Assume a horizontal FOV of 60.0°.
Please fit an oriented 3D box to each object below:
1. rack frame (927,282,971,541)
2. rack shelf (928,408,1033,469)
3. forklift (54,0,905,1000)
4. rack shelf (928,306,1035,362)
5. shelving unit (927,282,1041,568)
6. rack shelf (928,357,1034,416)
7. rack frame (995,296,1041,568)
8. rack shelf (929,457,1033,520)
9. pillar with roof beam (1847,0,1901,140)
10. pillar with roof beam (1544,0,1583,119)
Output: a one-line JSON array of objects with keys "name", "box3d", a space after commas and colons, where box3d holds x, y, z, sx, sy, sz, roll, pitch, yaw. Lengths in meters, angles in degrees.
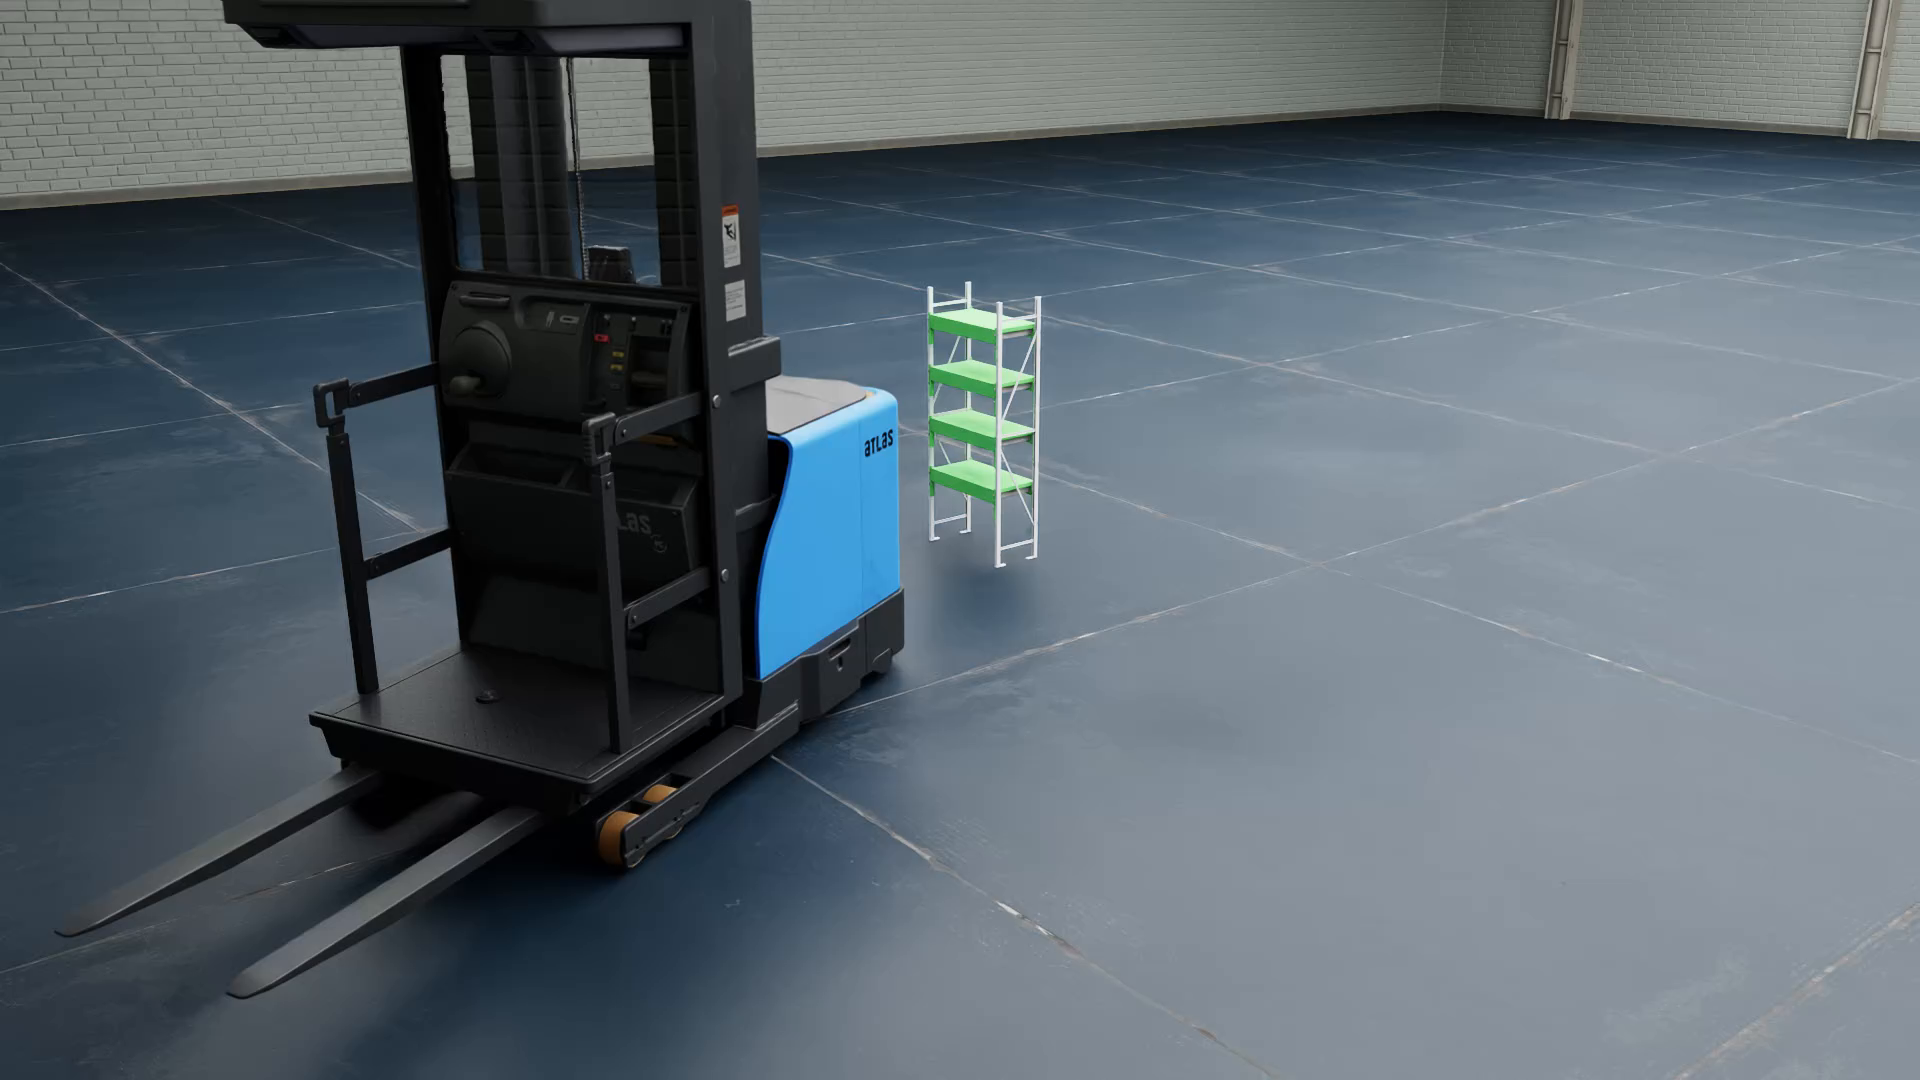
[{"name": "rack frame", "box3d": [-0.049, -0.589, 7.732, 0.240, 1.200, 0.015, -14, 23, -36]}, {"name": "rack shelf", "box3d": [0.103, -0.468, 7.571, 0.258, 0.148, 0.480, -14, 23, -36]}, {"name": "forklift", "box3d": [-1.316, -0.577, 4.943, 1.130, 2.935, 3.031, 9, 20, 25]}, {"name": "rack shelf", "box3d": [0.103, -0.924, 7.420, 0.258, 0.148, 0.480, -14, 23, -36]}, {"name": "shelving unit", "box3d": [0.103, -0.529, 7.551, 0.258, 1.200, 0.503, -14, 23, -36]}, {"name": "rack shelf", "box3d": [0.103, -0.696, 7.495, 0.258, 0.148, 0.480, -14, 23, -36]}, {"name": "rack frame", "box3d": [0.254, -0.469, 7.369, 0.240, 1.200, 0.015, -14, 23, -36]}, {"name": "rack shelf", "box3d": [0.103, -0.240, 7.646, 0.258, 0.148, 0.480, -14, 23, -36]}, {"name": "pillar with roof beam", "box3d": [12.395, -10.454, 25.117, 9.100, 9.000, 0.400, -14, 23, -36]}, {"name": "pillar with roof beam", "box3d": [8.670, -11.932, 29.582, 9.100, 9.000, 0.400, -14, 23, -36]}]
